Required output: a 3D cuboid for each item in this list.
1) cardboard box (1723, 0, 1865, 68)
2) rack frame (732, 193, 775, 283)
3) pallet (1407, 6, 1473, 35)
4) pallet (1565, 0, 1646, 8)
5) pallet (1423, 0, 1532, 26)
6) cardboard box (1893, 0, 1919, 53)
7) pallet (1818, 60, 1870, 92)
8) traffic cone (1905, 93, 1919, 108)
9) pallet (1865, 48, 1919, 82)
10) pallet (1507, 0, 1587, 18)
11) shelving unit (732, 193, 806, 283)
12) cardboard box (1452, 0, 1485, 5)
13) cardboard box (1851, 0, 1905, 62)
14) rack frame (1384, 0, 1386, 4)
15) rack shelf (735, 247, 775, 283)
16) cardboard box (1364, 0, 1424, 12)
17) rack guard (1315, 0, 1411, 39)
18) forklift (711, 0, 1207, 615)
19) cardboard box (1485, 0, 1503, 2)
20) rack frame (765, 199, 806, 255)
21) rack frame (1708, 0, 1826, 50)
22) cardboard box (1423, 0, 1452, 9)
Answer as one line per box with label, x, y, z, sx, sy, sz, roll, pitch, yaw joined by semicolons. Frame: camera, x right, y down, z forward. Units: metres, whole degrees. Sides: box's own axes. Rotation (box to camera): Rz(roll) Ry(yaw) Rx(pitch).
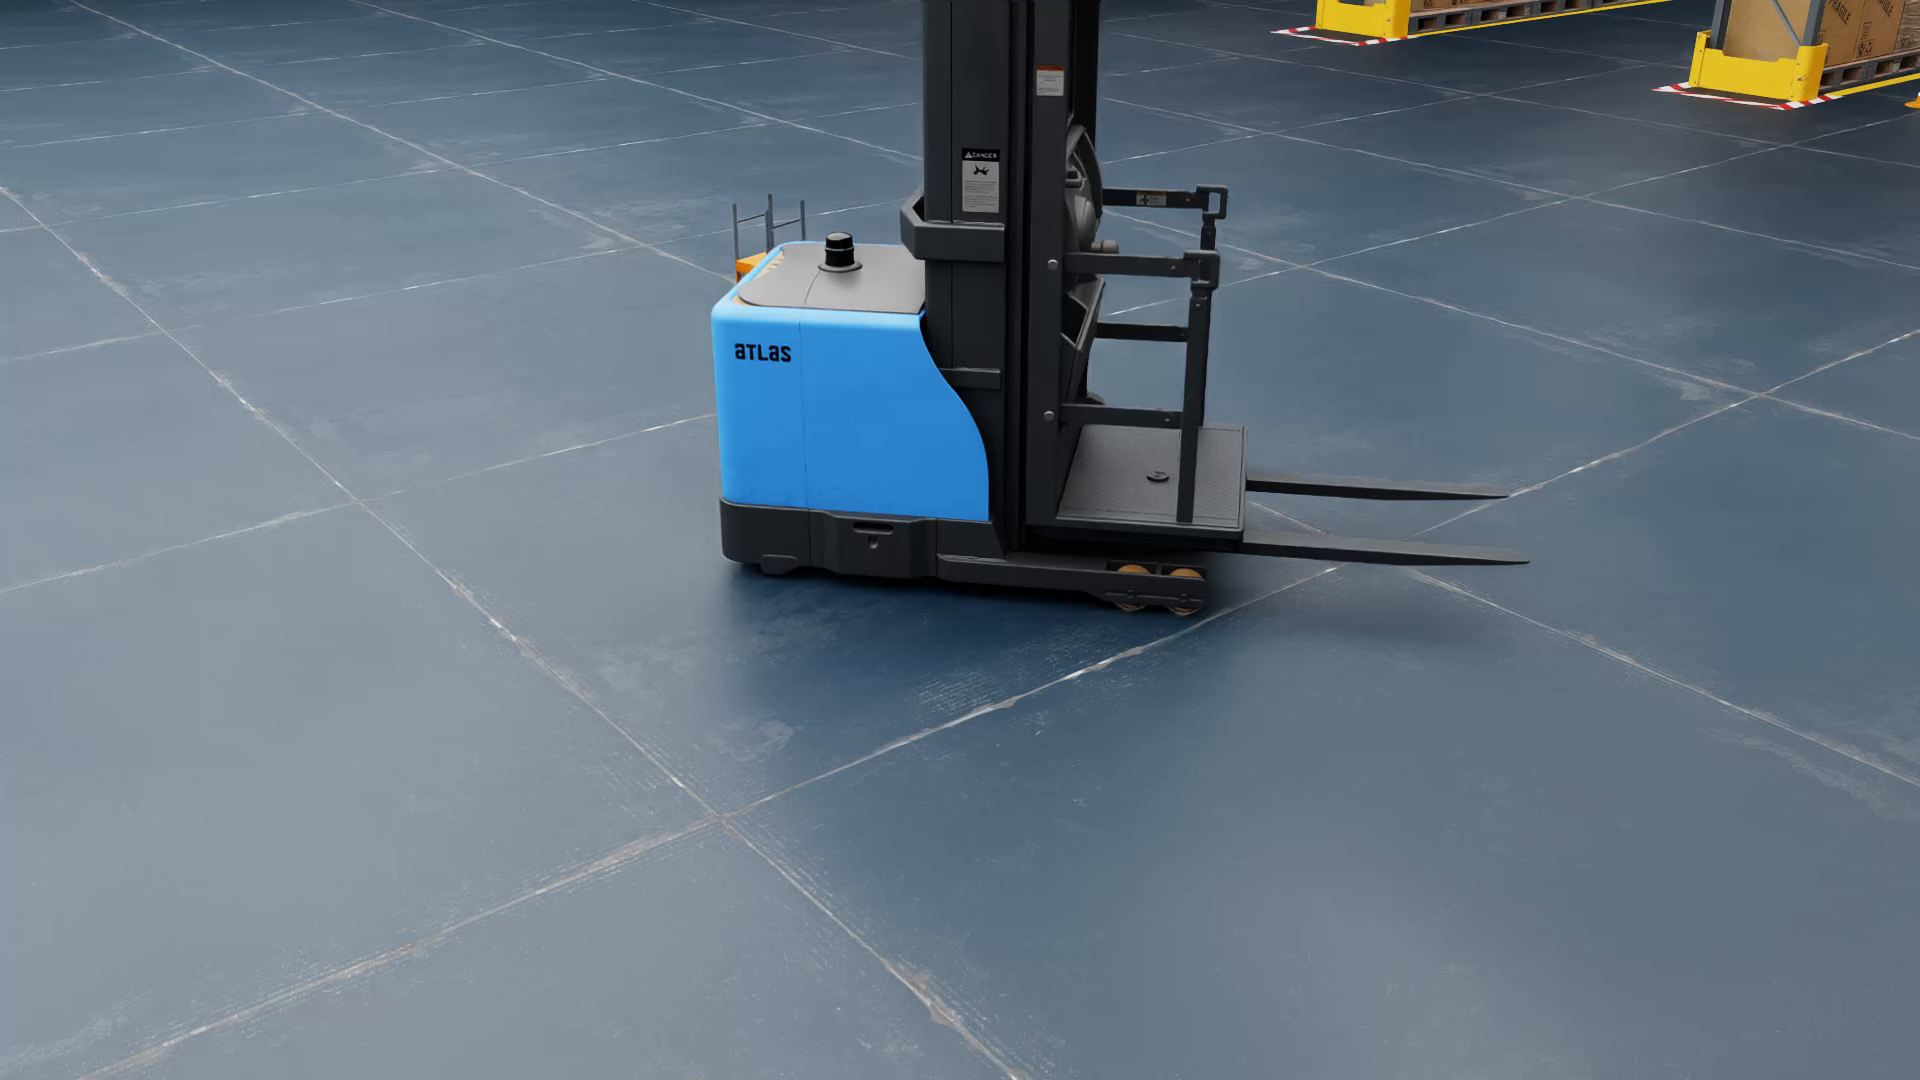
cardboard box;8.174;-5.134;16.274;0.875;0.875;0.875;-18;30;-34
rack frame;-0.874;-0.890;7.243;0.006;1.200;0.240;17;30;33
pallet;5.421;-6.333;20.144;1.213;0.211;1.003;-18;31;-34
pallet;8.459;-7.355;22.348;1.213;0.211;1.003;-18;31;-34
pallet;6.380;-6.648;20.823;1.213;0.211;1.003;-18;31;-34
cardboard box;9.583;-5.599;17.277;0.875;0.875;0.875;-18;30;-34
pallet;8.262;-4.678;16.579;1.213;0.211;1.003;-18;31;-34
traffic cone;8.975;-4.226;15.306;0.334;0.463;0.336;-18;31;-34
pallet;9.221;-4.993;17.258;1.213;0.211;1.003;-18;31;-34
pallet;7.341;-6.966;21.510;1.213;0.211;1.003;-18;31;-34
shelving unit;-0.800;-0.867;7.193;0.189;1.200;0.258;17;30;33
cardboard box;6.155;-6.915;20.556;0.500;0.500;0.500;-15;29;-29
cardboard box;8.865;-5.363;16.768;0.875;0.875;0.875;-19;31;-35
rack frame;4.700;-7.378;19.085;0.127;3.000;1.000;-18;31;-34
rack shelf;-0.800;-1.153;7.060;0.180;0.103;0.258;17;30;33
cardboard box;5.201;-6.592;19.861;0.500;0.500;0.500;-12;28;-25
rack guard;4.759;-6.264;19.654;0.348;0.500;1.175;-18;31;-34
forklift;0.639;-1.295;6.058;3.031;2.935;1.130;4;25;9
cardboard box;6.622;-7.045;20.837;0.500;0.500;0.500;-22;33;-38
rack frame;-0.727;-0.844;7.144;0.006;1.200;0.240;17;30;33
rack frame;7.681;-5.709;15.488;0.127;3.000;1.000;-18;31;-34
cardboard box;5.651;-6.758;20.220;0.500;0.500;0.500;-10;27;-21
